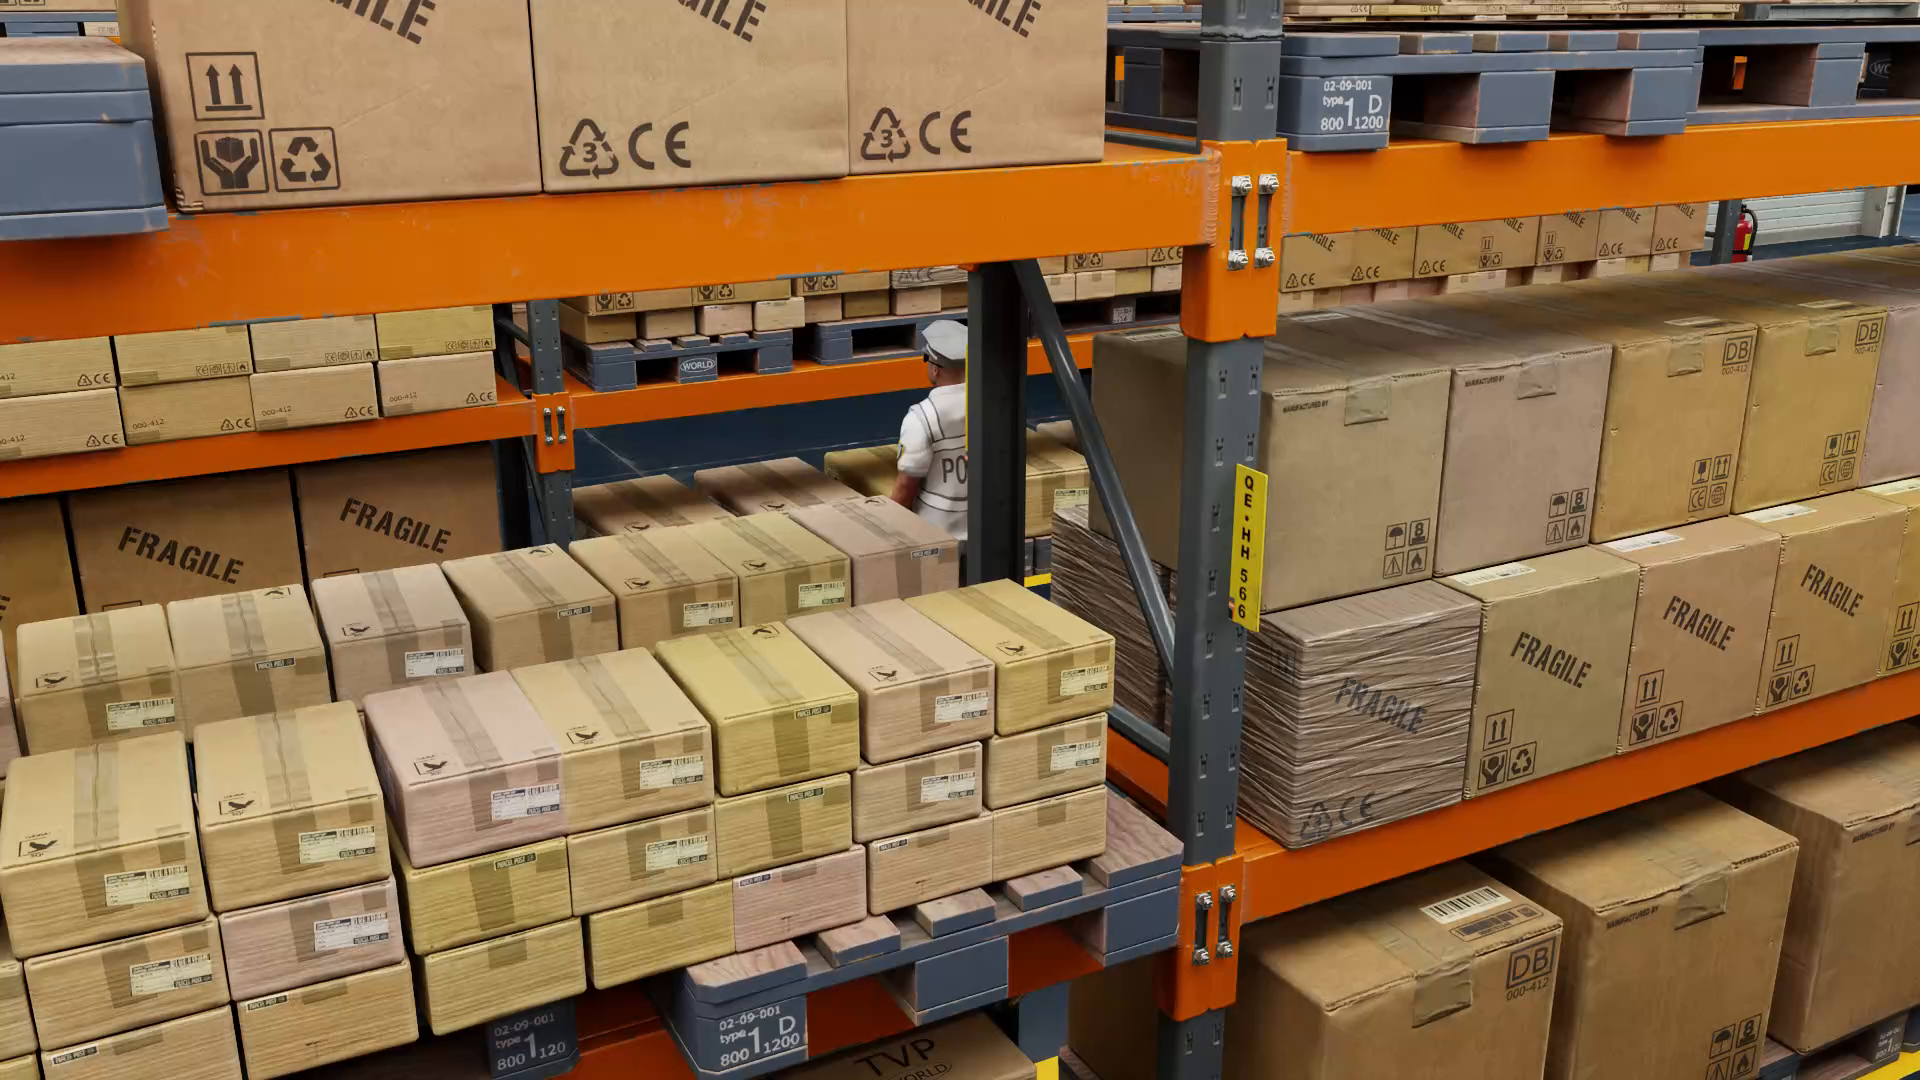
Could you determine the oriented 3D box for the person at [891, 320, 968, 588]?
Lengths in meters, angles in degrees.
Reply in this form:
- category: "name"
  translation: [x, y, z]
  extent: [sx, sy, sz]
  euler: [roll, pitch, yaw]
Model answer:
- category: "person"
  translation: [-0.062, -0.096, 7.266]
  extent: [0.640, 1.779, 0.575]
  euler: [-10, 21, -27]
